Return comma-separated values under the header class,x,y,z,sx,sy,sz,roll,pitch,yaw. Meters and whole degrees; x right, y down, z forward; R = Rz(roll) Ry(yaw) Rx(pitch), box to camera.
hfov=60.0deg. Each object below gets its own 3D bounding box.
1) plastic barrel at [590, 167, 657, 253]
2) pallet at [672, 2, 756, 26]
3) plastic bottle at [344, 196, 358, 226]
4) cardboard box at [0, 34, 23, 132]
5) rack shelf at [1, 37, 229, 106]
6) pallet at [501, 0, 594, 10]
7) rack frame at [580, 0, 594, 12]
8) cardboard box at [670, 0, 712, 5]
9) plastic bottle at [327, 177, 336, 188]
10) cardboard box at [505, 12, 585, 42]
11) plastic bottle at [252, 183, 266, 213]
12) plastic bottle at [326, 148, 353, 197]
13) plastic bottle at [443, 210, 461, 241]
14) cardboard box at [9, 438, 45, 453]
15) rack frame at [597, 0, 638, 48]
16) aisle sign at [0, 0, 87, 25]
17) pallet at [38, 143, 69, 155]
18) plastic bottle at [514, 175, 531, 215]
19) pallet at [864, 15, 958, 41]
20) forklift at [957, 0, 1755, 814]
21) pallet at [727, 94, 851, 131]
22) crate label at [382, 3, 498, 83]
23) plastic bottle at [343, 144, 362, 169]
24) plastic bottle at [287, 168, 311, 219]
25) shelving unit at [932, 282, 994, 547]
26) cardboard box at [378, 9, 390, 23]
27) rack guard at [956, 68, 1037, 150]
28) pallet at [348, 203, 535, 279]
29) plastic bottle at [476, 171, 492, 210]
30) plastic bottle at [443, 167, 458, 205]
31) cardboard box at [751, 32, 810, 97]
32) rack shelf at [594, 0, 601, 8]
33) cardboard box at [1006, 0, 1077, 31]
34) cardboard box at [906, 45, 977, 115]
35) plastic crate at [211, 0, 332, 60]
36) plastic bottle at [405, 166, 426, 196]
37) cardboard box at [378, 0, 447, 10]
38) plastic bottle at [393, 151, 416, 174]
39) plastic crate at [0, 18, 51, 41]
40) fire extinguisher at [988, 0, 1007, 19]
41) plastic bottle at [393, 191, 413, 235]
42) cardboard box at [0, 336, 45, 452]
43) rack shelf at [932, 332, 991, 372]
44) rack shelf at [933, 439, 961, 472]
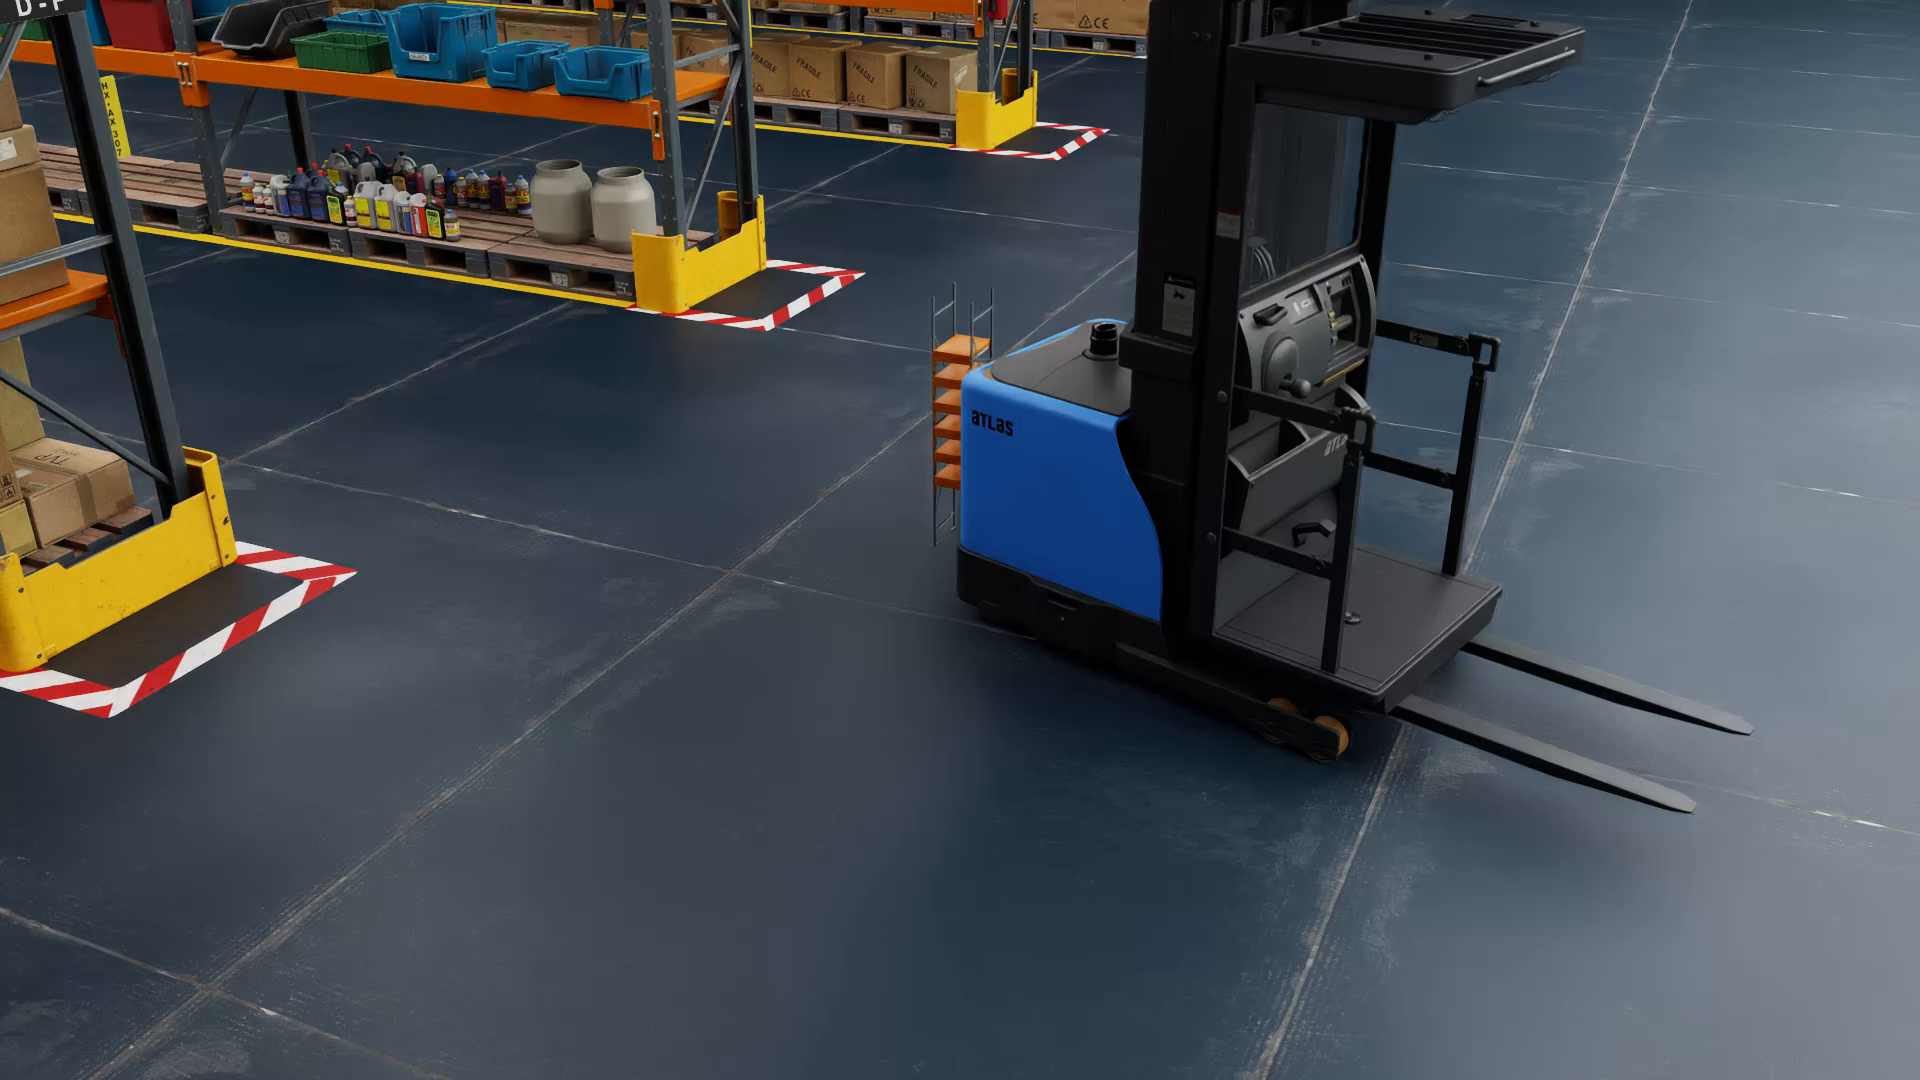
class,x,y,z,sx,sy,sz,roll,pitch,yaw
plastic barrel,-2.270,-2.227,11.219,0.421,0.512,0.421,0,26,0
pallet,-2.933,-6.846,21.417,1.213,0.211,1.003,11,28,22
plastic bottle,-4.298,-2.329,11.754,0.097,0.201,0.097,0,26,0
cardboard box,-4.161,-1.802,6.431,0.500,0.500,0.700,11,28,22
rack shelf,-7.101,-3.840,12.968,4.000,0.370,1.077,11,28,22
pallet,-5.437,-7.388,22.517,1.213,0.211,1.003,11,28,22
rack frame,-4.726,-8.496,21.610,0.127,3.000,1.000,11,28,22
cardboard box,-3.412,-7.369,21.392,0.750,0.750,1.050,12,29,23
plastic bottle,-4.535,-2.478,11.977,0.097,0.271,0.097,0,26,0
cardboard box,-4.207,-5.080,17.004,0.500,0.500,0.700,11,28,21
plastic bottle,-5.079,-2.486,12.073,0.097,0.201,0.097,0,26,0
plastic bottle,-4.634,-2.746,12.432,0.185,0.351,0.144,11,28,22
plastic bottle,-3.492,-2.167,11.425,0.097,0.201,0.097,0,26,0
cardboard box,-4.546,-0.307,7.615,0.500,0.250,0.500,11,28,22
rack frame,-3.230,-5.788,16.111,0.127,3.000,1.000,11,28,22
aisle sign,-3.506,-2.352,6.188,0.004,0.787,0.394,11,28,22
pallet,-8.232,-3.120,13.848,1.213,0.211,1.003,11,28,22
plastic bottle,-3.161,-2.496,12.014,0.097,0.271,0.097,0,26,0
pallet,-0.425,-6.343,20.394,1.213,0.211,1.003,11,28,22
forklift,1.442,-0.765,5.985,3.031,2.935,1.130,20,33,35
pallet,-1.490,-4.206,16.054,1.213,0.211,1.003,11,28,22
crate label,-3.427,-3.309,11.035,0.616,0.435,0.502,11,28,22
plastic bottle,-4.575,-2.804,12.550,0.185,0.351,0.144,11,28,20
plastic bottle,-4.717,-2.491,11.915,0.185,0.351,0.144,12,29,23
shelving unit,0.013,-0.536,7.480,0.189,1.200,0.258,11,28,22
cardboard box,-5.743,-5.385,17.623,0.500,0.500,0.700,9,28,18
rack guard,0.342,-3.949,15.206,0.348,0.500,1.175,11,28,22
pallet,-3.572,-2.184,11.946,1.213,0.211,1.003,11,28,22
plastic bottle,-3.473,-2.558,12.141,0.097,0.271,0.097,0,26,0
plastic bottle,-3.748,-2.614,12.253,0.097,0.271,0.097,0,26,0
cardboard box,-1.760,-4.582,16.016,0.500,0.500,0.500,9,28,17
rack shelf,-5.051,-5.831,17.013,4.000,0.370,1.077,11,28,22
cardboard box,1.110,-6.525,19.538,0.875,0.875,0.875,11,28,21
cardboard box,-0.150,-4.245,15.330,0.500,0.500,0.500,17,31,31
plastic crate,-4.856,-3.622,11.781,0.504,0.338,0.767,11,28,22
plastic bottle,-4.003,-2.605,12.223,0.133,0.283,0.061,11,28,22
cardboard box,-5.762,-5.729,17.473,0.500,0.250,0.500,15,30,28
plastic bottle,-4.106,-2.710,12.359,0.185,0.351,0.144,11,28,21
plastic crate,-6.983,-3.907,12.529,0.662,0.188,0.450,11,28,22
fire extinguisher,0.325,-4.816,14.224,0.183,0.674,0.296,11,28,22
plastic bottle,-3.837,-2.283,11.576,0.135,0.276,0.152,11,28,20
cardboard box,-4.545,-0.644,7.450,0.500,0.500,0.500,11,28,22
rack shelf,0.013,-0.819,7.340,0.180,0.103,0.258,11,28,22
rack shelf,0.013,-0.388,7.552,0.180,0.103,0.258,11,28,22
